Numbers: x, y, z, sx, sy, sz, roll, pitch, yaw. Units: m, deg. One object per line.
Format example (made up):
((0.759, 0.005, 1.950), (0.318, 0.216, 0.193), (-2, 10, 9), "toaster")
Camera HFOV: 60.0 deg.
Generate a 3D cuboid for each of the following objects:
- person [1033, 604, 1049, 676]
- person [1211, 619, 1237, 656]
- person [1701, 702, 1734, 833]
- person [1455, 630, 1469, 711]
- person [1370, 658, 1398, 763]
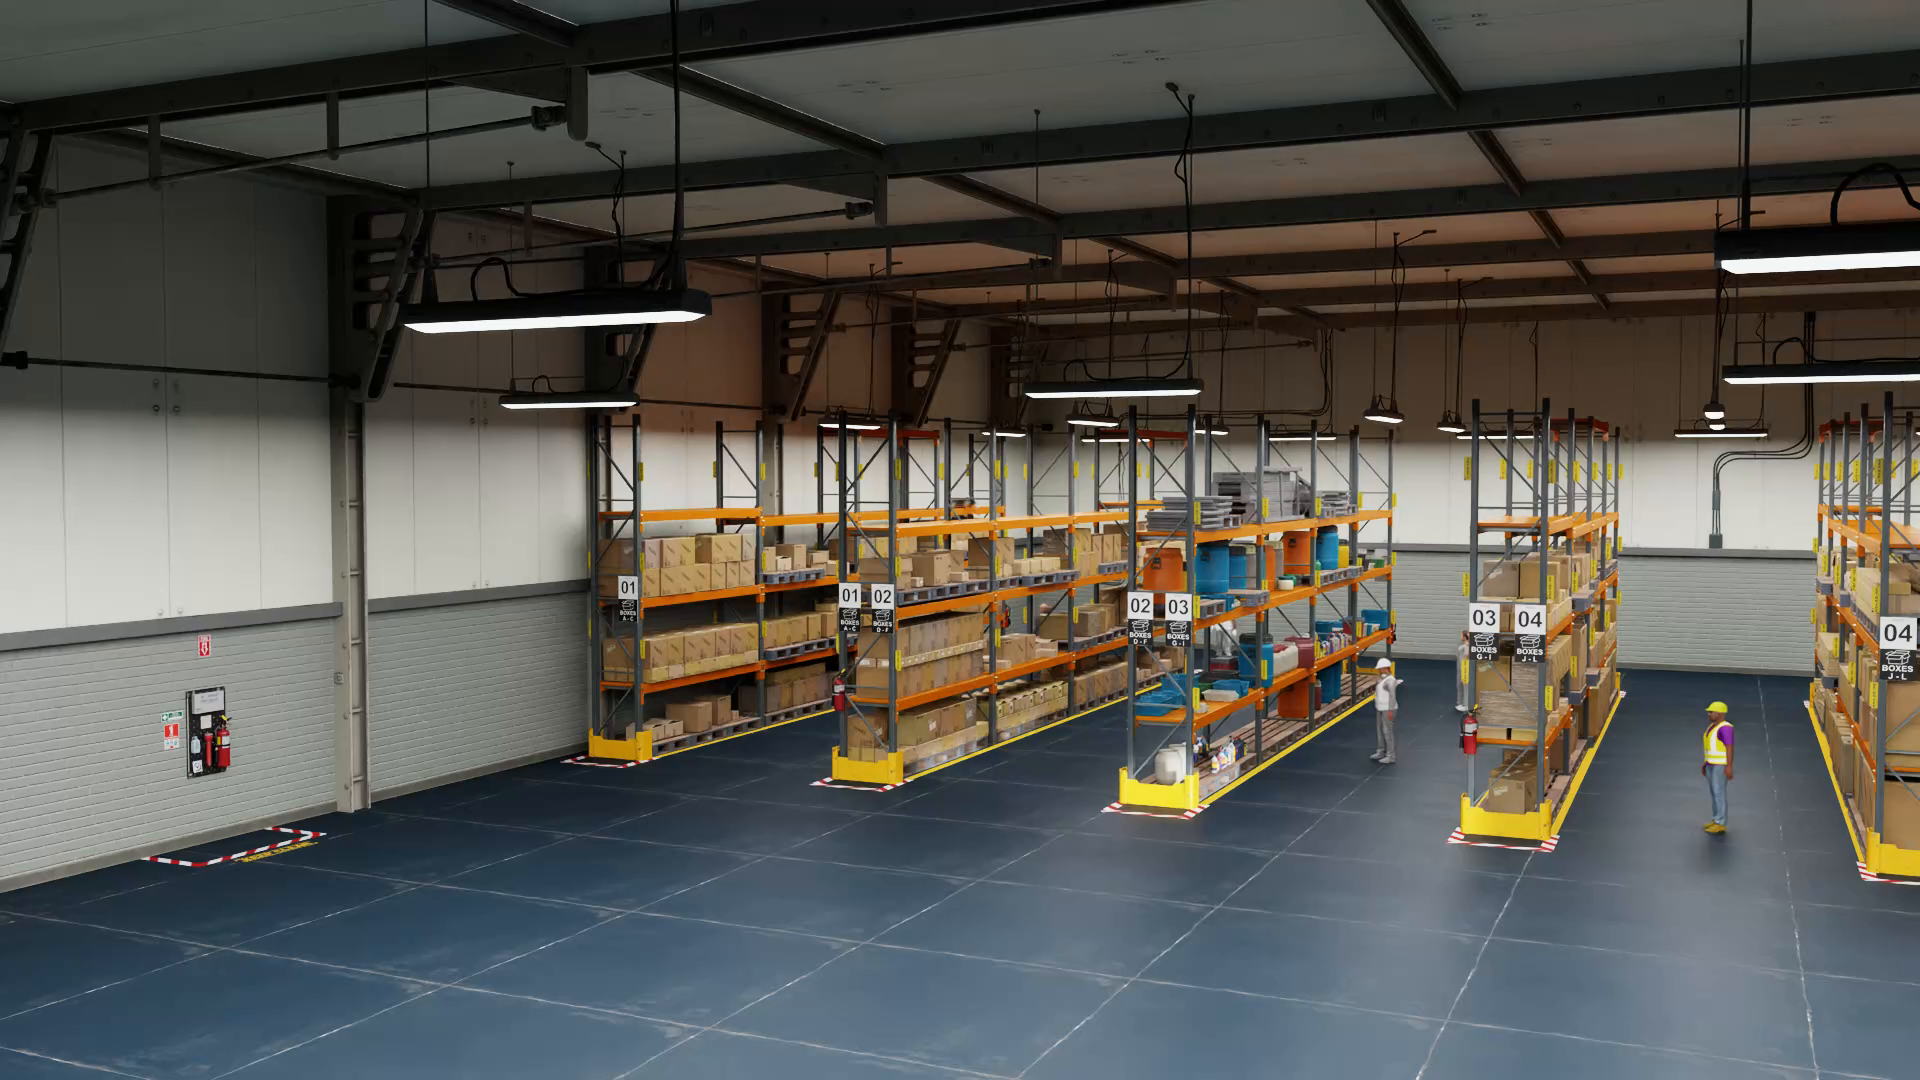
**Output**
((1.914, 2.479, 40.709), (0.641, 1.833, 0.666), (-2, 3, -44), "person")
((6.886, 2.354, 43.427), (0.676, 1.744, 1.033), (0, 2, 4), "person")
((10.553, 3.155, 23.261), (0.465, 1.771, 0.671), (0, 2, 2), "person")
((10.584, 2.731, 34.949), (0.381, 1.677, 0.448), (0, 2, -12), "person")
((7.338, 2.932, 28.739), (0.412, 1.774, 0.590), (0, 2, -3), "person")
